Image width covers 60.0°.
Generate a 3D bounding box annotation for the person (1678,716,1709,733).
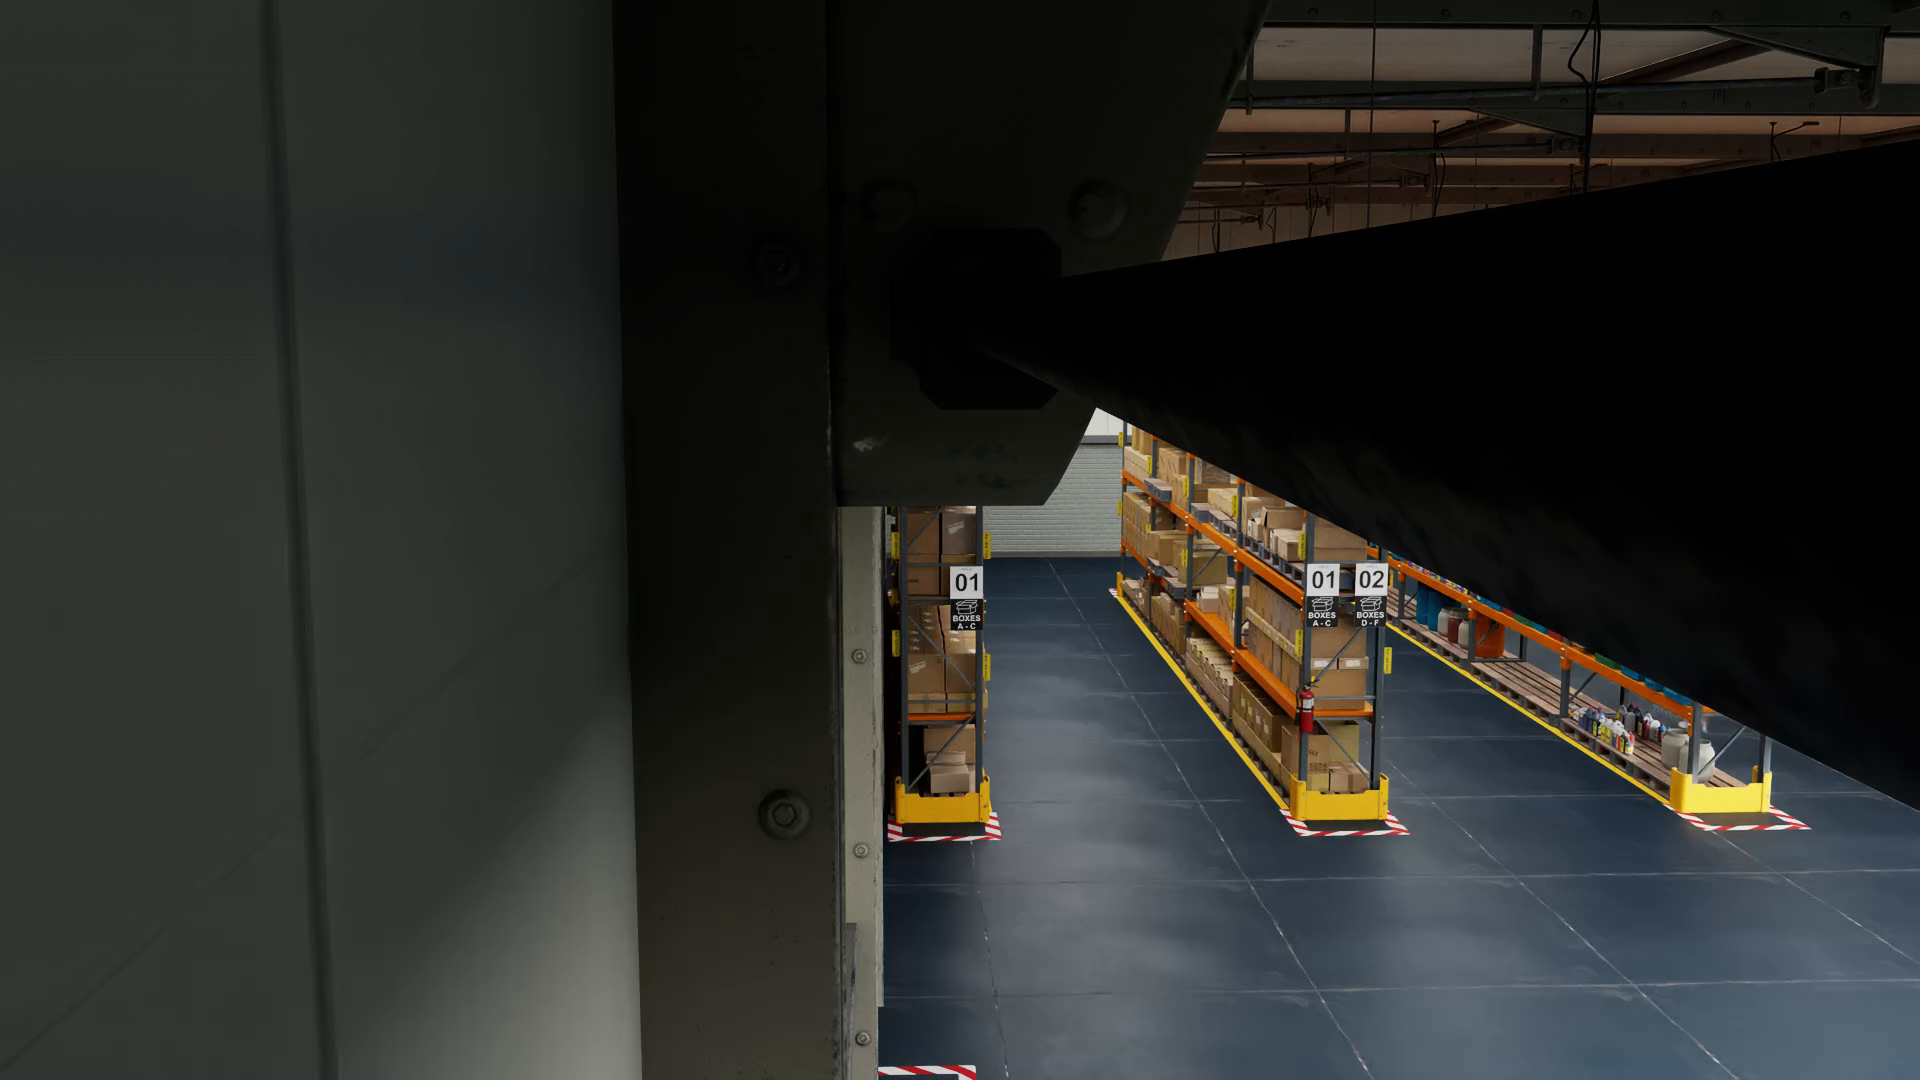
[{"bbox_3d":[11.060,2.026,24.916,0.438,1.698,0.338,6,10,38],"label":"person"}]
